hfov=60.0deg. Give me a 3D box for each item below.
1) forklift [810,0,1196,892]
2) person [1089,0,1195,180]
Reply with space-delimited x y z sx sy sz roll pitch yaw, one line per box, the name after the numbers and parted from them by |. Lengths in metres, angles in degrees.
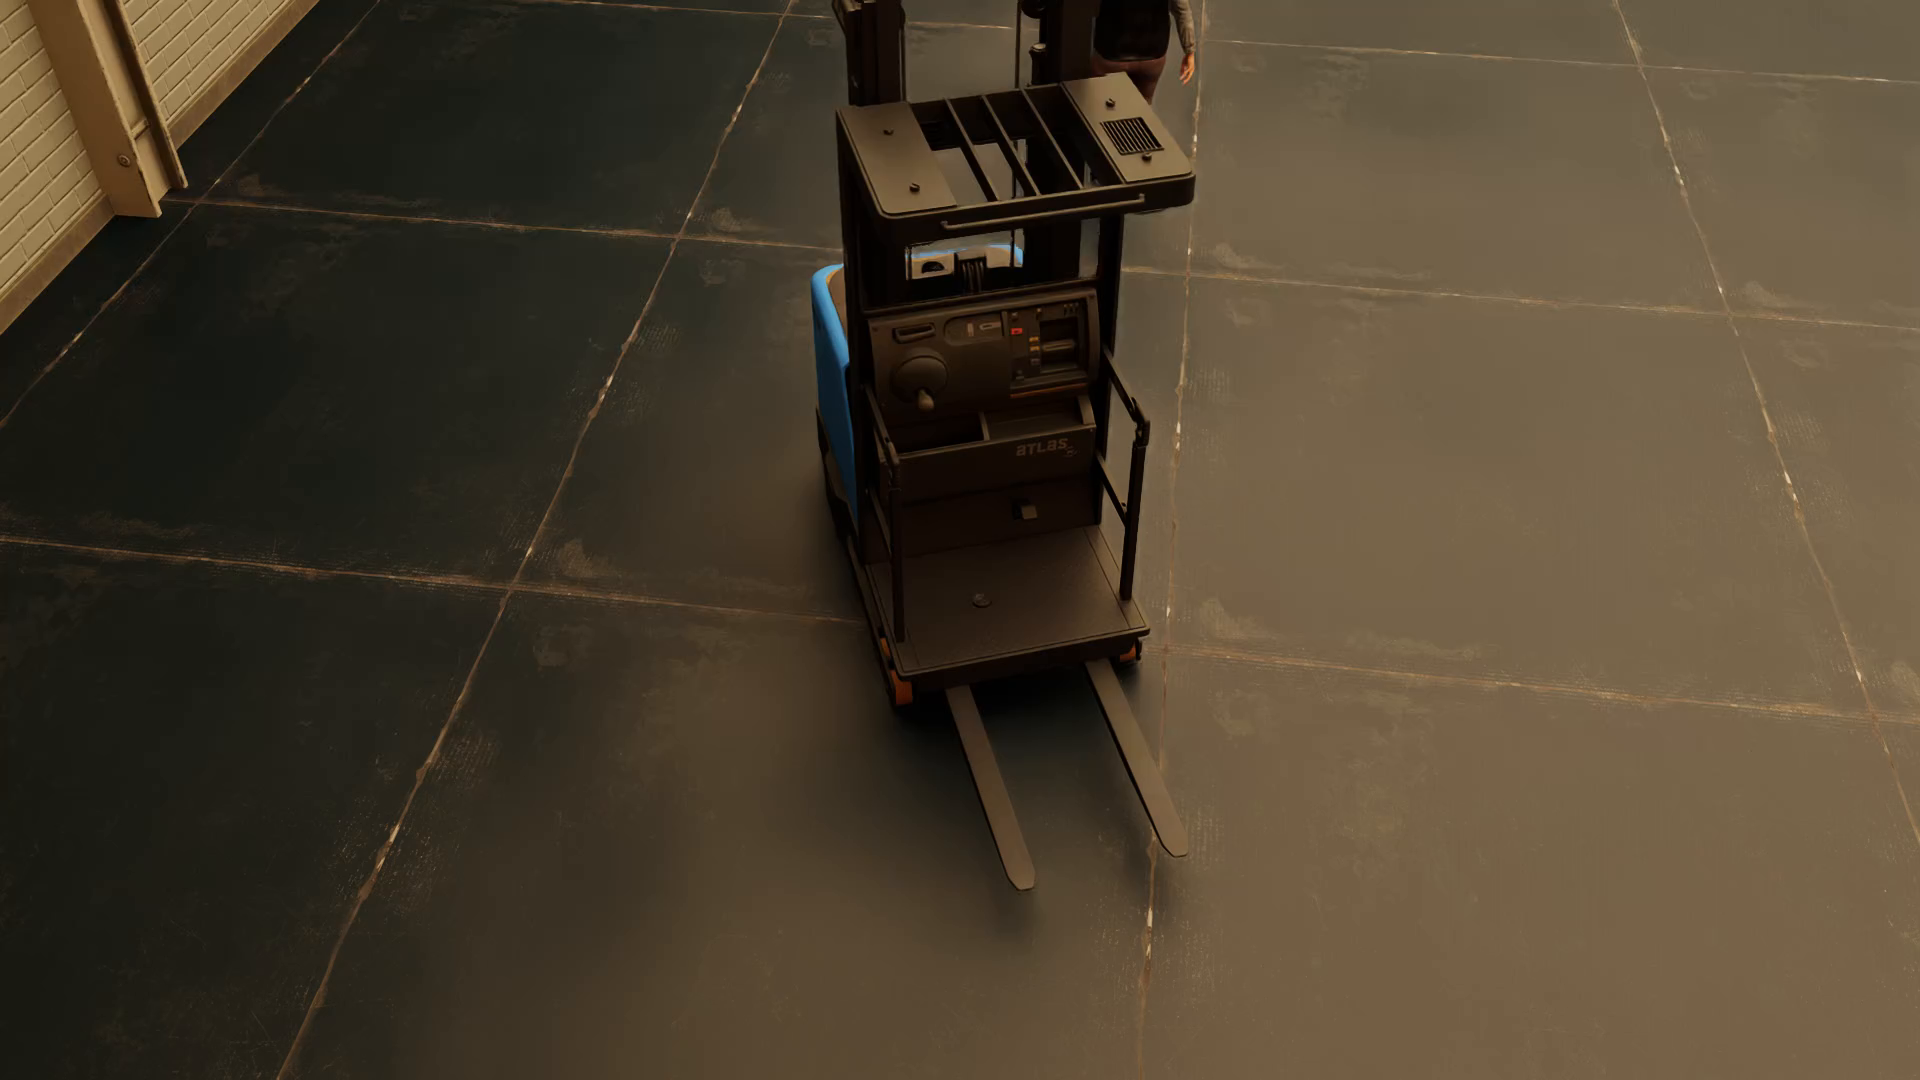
0.159 -0.664 6.448 1.130 2.935 3.031 -10 44 -11 | forklift
0.990 -2.854 9.740 0.741 1.703 0.517 -4 43 -4 | person
